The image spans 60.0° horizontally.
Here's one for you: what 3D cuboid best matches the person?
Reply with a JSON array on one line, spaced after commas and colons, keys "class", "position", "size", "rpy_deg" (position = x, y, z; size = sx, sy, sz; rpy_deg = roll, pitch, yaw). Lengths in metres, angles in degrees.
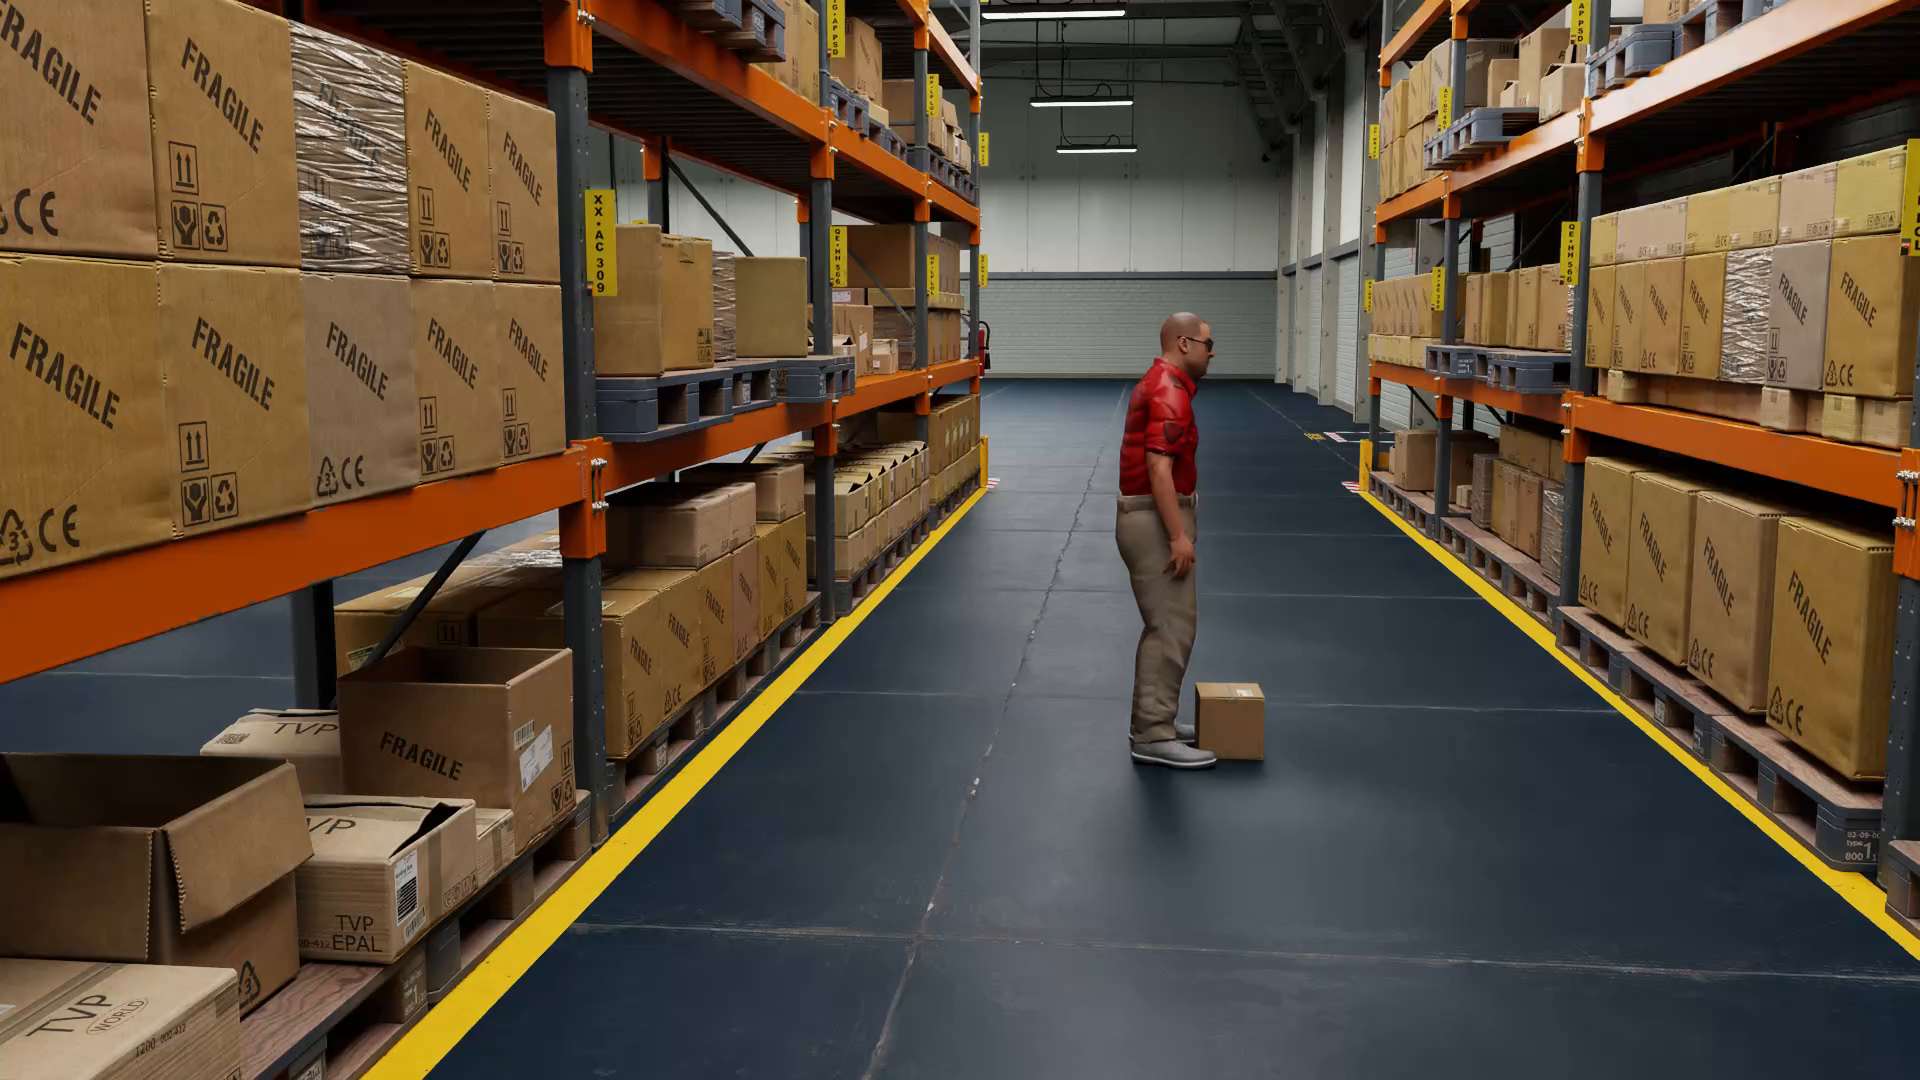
[{"class": "person", "position": [0.809, -0.021, 6.501], "size": [0.390, 1.726, 0.604], "rpy_deg": [0, 8, 3]}]
